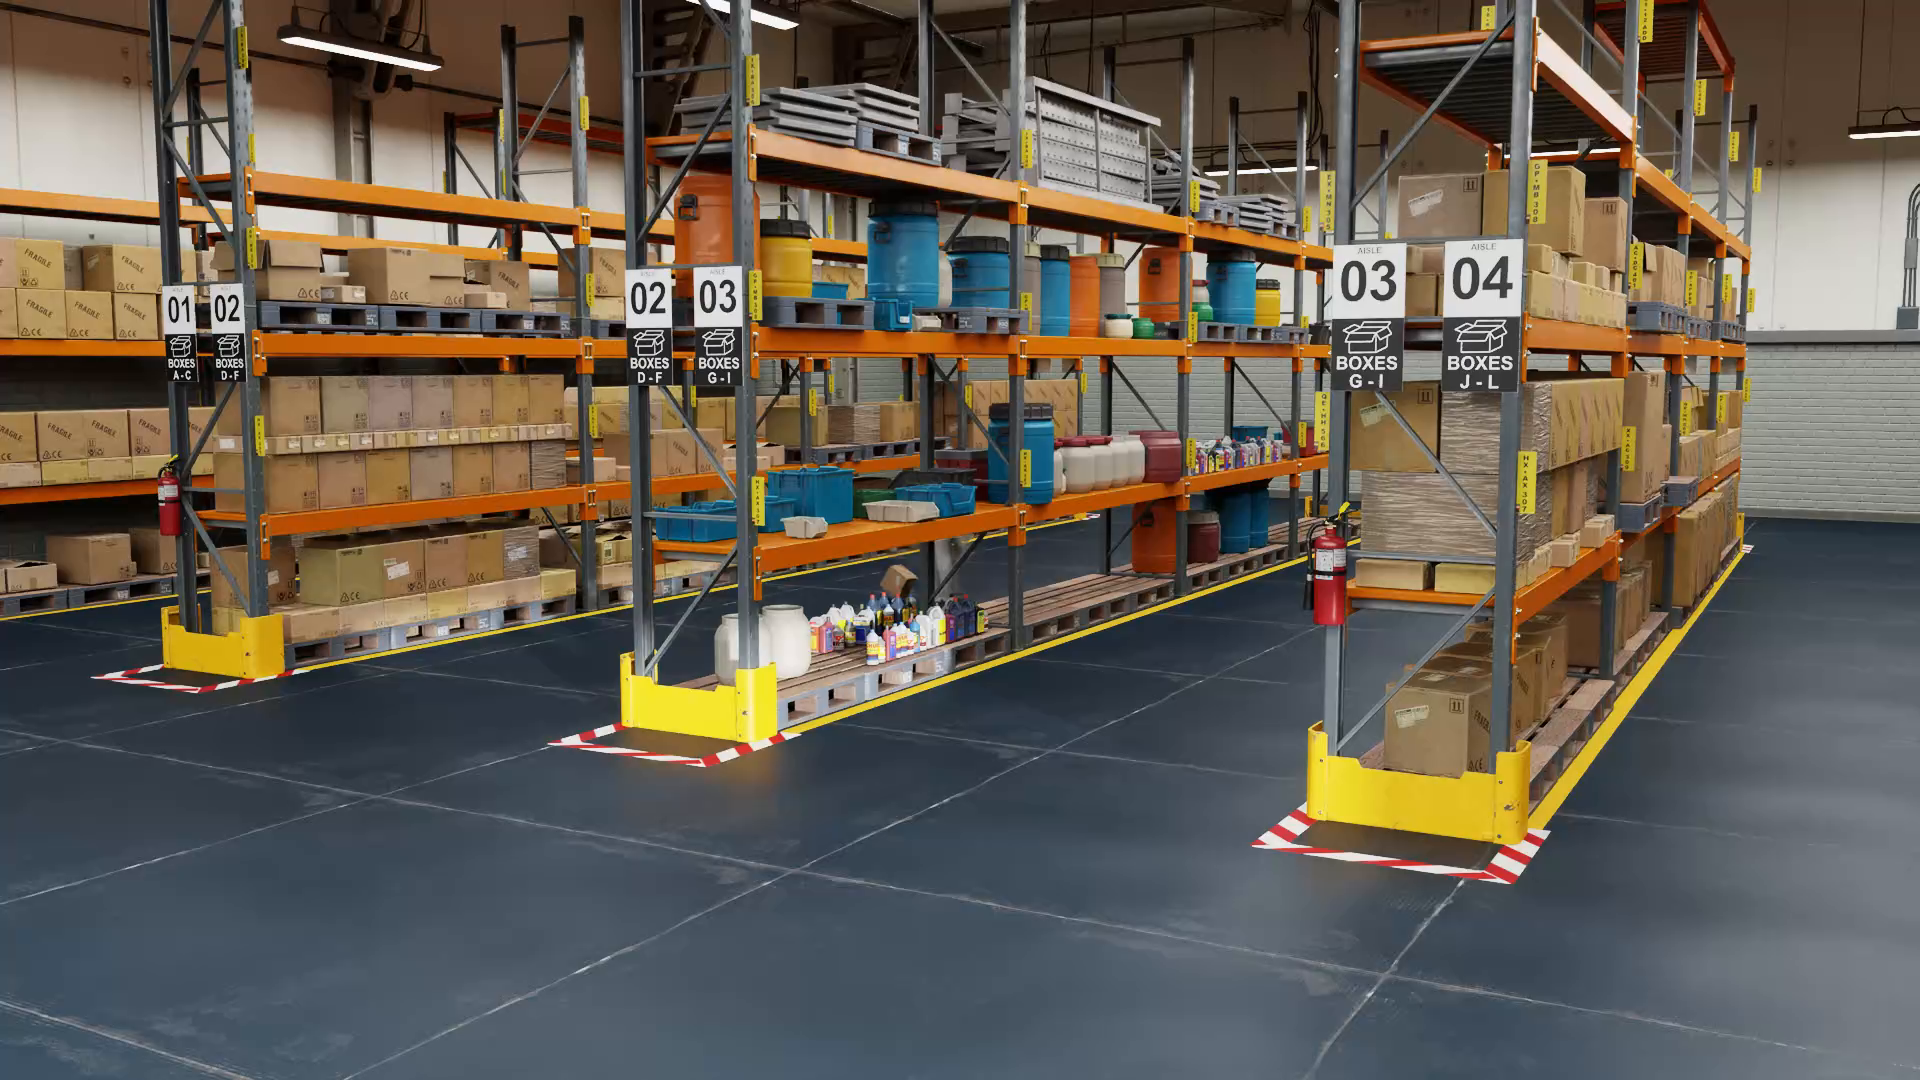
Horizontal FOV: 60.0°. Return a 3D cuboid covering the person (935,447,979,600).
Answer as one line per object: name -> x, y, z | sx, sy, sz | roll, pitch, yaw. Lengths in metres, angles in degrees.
person -> -0.074, -0.173, 18.036 | 0.560, 1.653, 0.601 | -1, 6, -7
